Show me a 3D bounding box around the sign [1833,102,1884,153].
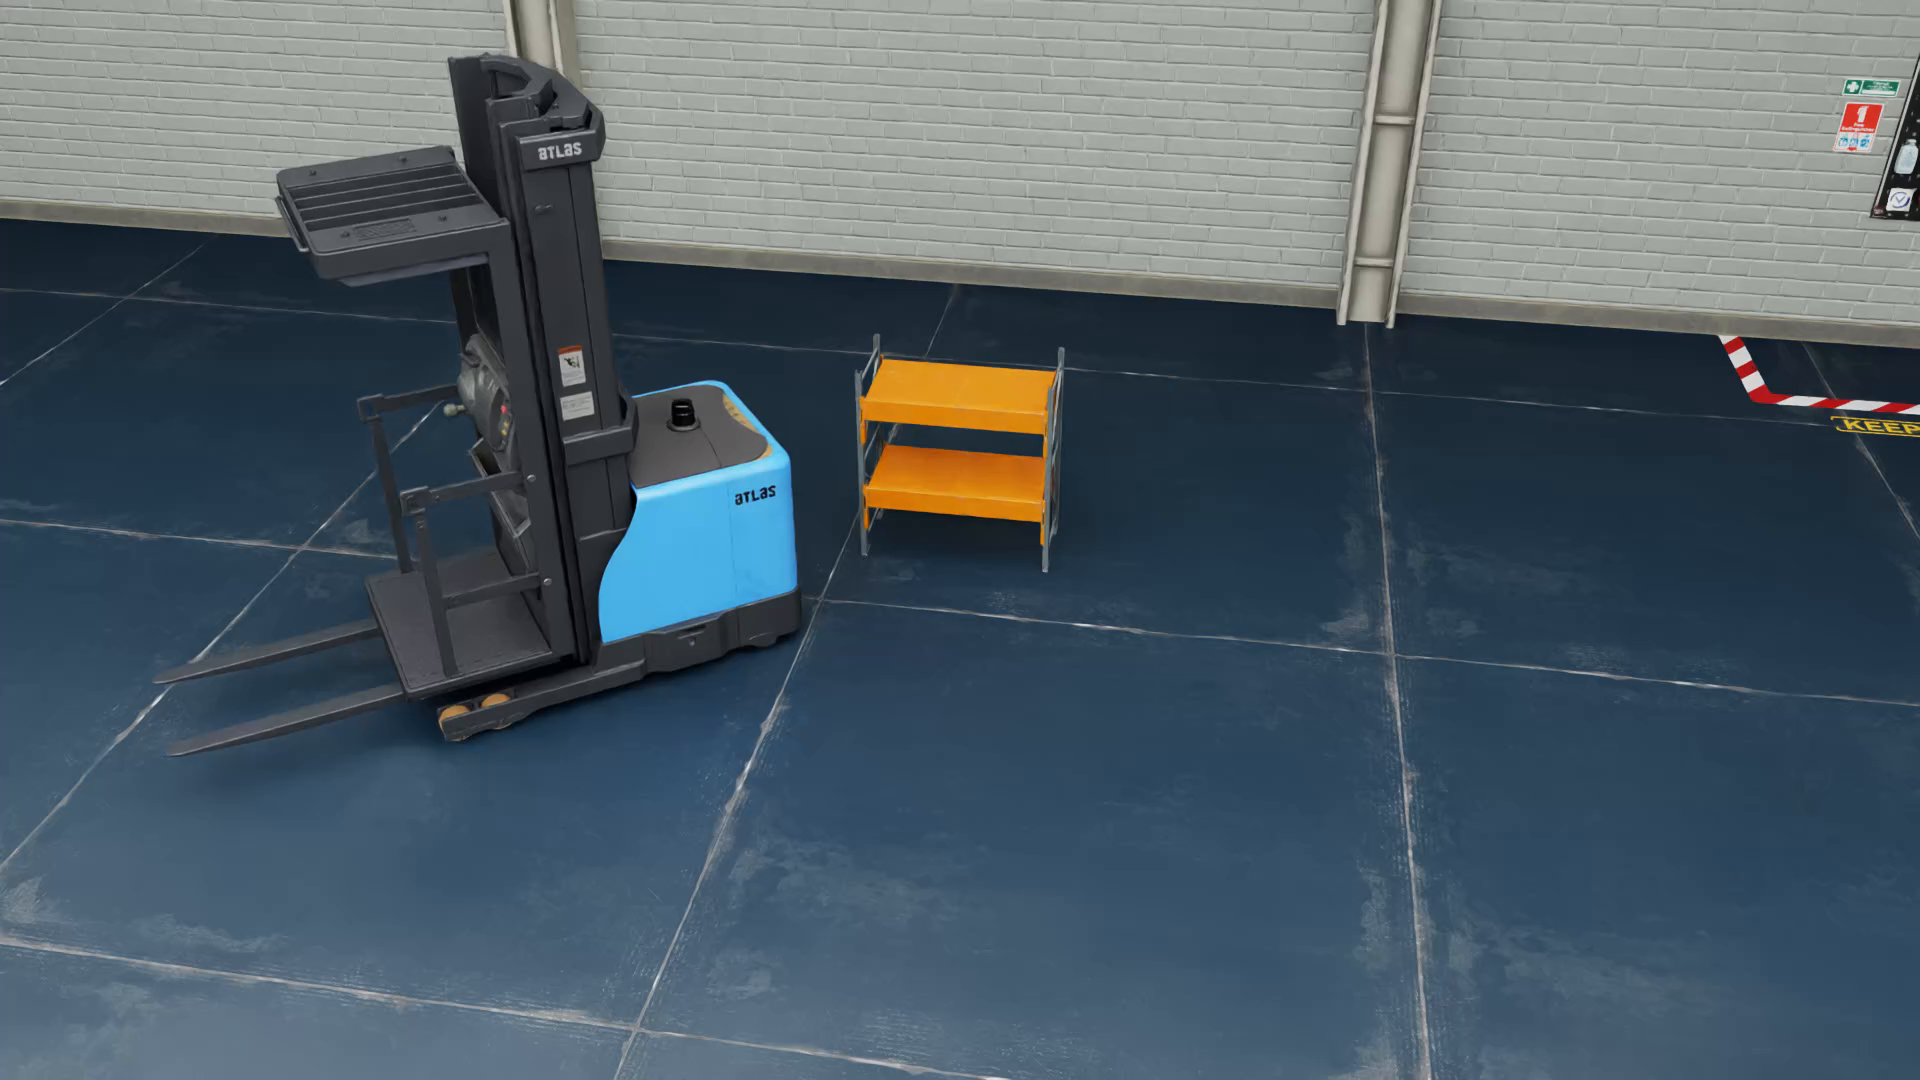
[{"bbox_3d":[5.874,-2.698,10.873,0.234,0.329,0.001,5,32,8],"label":"sign"}]

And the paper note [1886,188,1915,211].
[{"bbox_3d":[6.239,-2.258,11.034,0.142,0.148,0.016,5,32,8],"label":"paper note"}]

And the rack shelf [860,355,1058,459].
[{"bbox_3d":[0.007,-0.724,8.969,1.000,0.278,0.538,5,32,8],"label":"rack shelf"}]

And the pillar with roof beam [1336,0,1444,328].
[{"bbox_3d":[2.192,-3.166,6.000,0.400,9.000,9.100,5,32,8],"label":"pillar with roof beam"}]

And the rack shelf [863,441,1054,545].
[{"bbox_3d":[0.007,-0.269,9.254,1.000,0.278,0.538,5,32,8],"label":"rack shelf"}]

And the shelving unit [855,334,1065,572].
[{"bbox_3d":[0.007,-0.476,9.124,1.048,1.125,0.538,5,32,8],"label":"shelving unit"}]

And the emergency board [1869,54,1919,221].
[{"bbox_3d":[6.396,-2.589,10.734,0.626,1.169,0.157,5,32,8],"label":"emergency board"}]

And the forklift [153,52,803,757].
[{"bbox_3d":[-2.363,-0.609,7.635,3.031,2.935,1.130,-15,35,-23],"label":"forklift"}]

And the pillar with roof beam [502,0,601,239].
[{"bbox_3d":[-3.722,-3.701,6.855,0.400,9.000,9.100,5,32,8],"label":"pillar with roof beam"}]

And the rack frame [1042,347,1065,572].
[{"bbox_3d":[0.508,-0.431,9.052,0.032,1.125,0.500,5,32,8],"label":"rack frame"}]

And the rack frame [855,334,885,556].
[{"bbox_3d":[-0.494,-0.522,9.197,0.032,1.125,0.500,5,32,8],"label":"rack frame"}]

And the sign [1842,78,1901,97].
[{"bbox_3d":[5.877,-2.917,10.724,0.331,0.109,0.001,5,32,8],"label":"sign"}]
